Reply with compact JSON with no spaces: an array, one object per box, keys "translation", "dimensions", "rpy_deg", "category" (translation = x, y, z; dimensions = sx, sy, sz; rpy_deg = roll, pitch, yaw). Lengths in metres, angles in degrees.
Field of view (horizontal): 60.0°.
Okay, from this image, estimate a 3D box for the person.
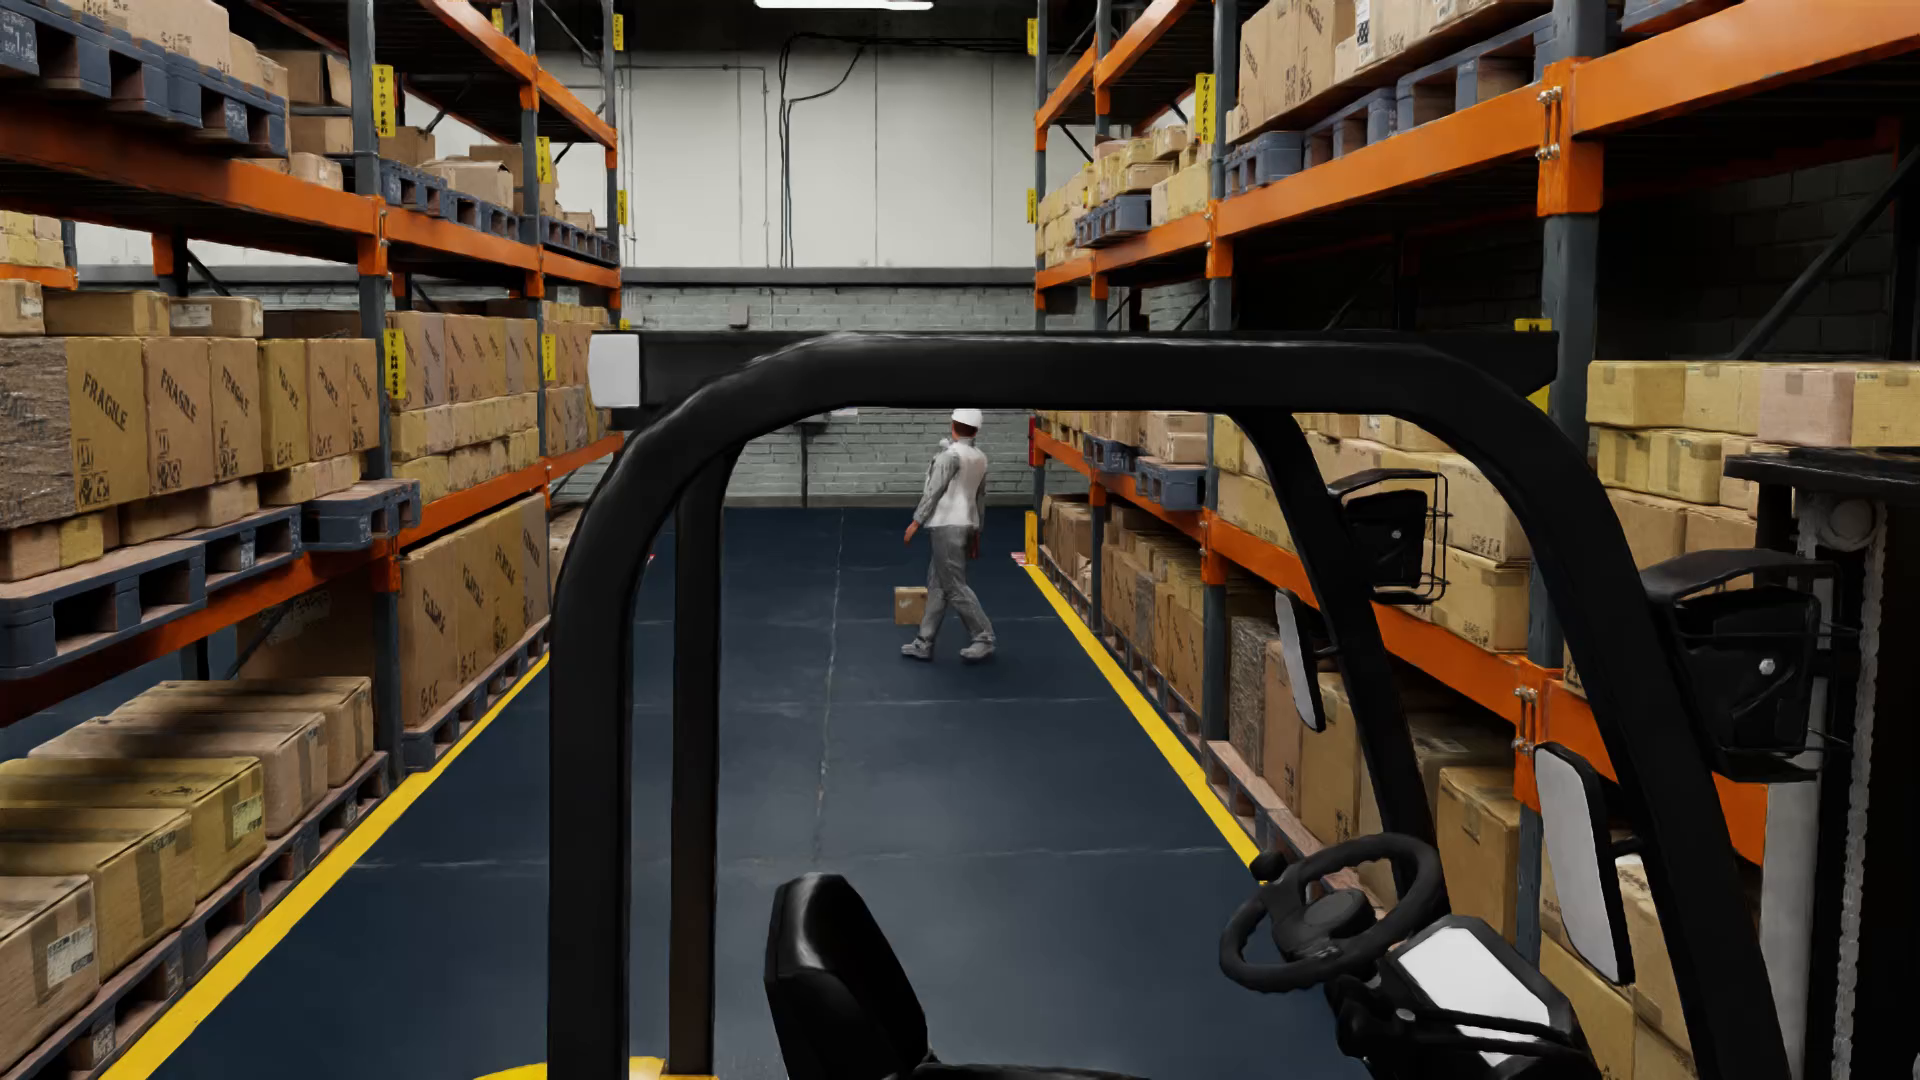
[{"translation":[-0.068,-0.065,11.324],"dimensions":[0.681,1.732,0.573],"rpy_deg":[2,7,17],"category":"person"}]
